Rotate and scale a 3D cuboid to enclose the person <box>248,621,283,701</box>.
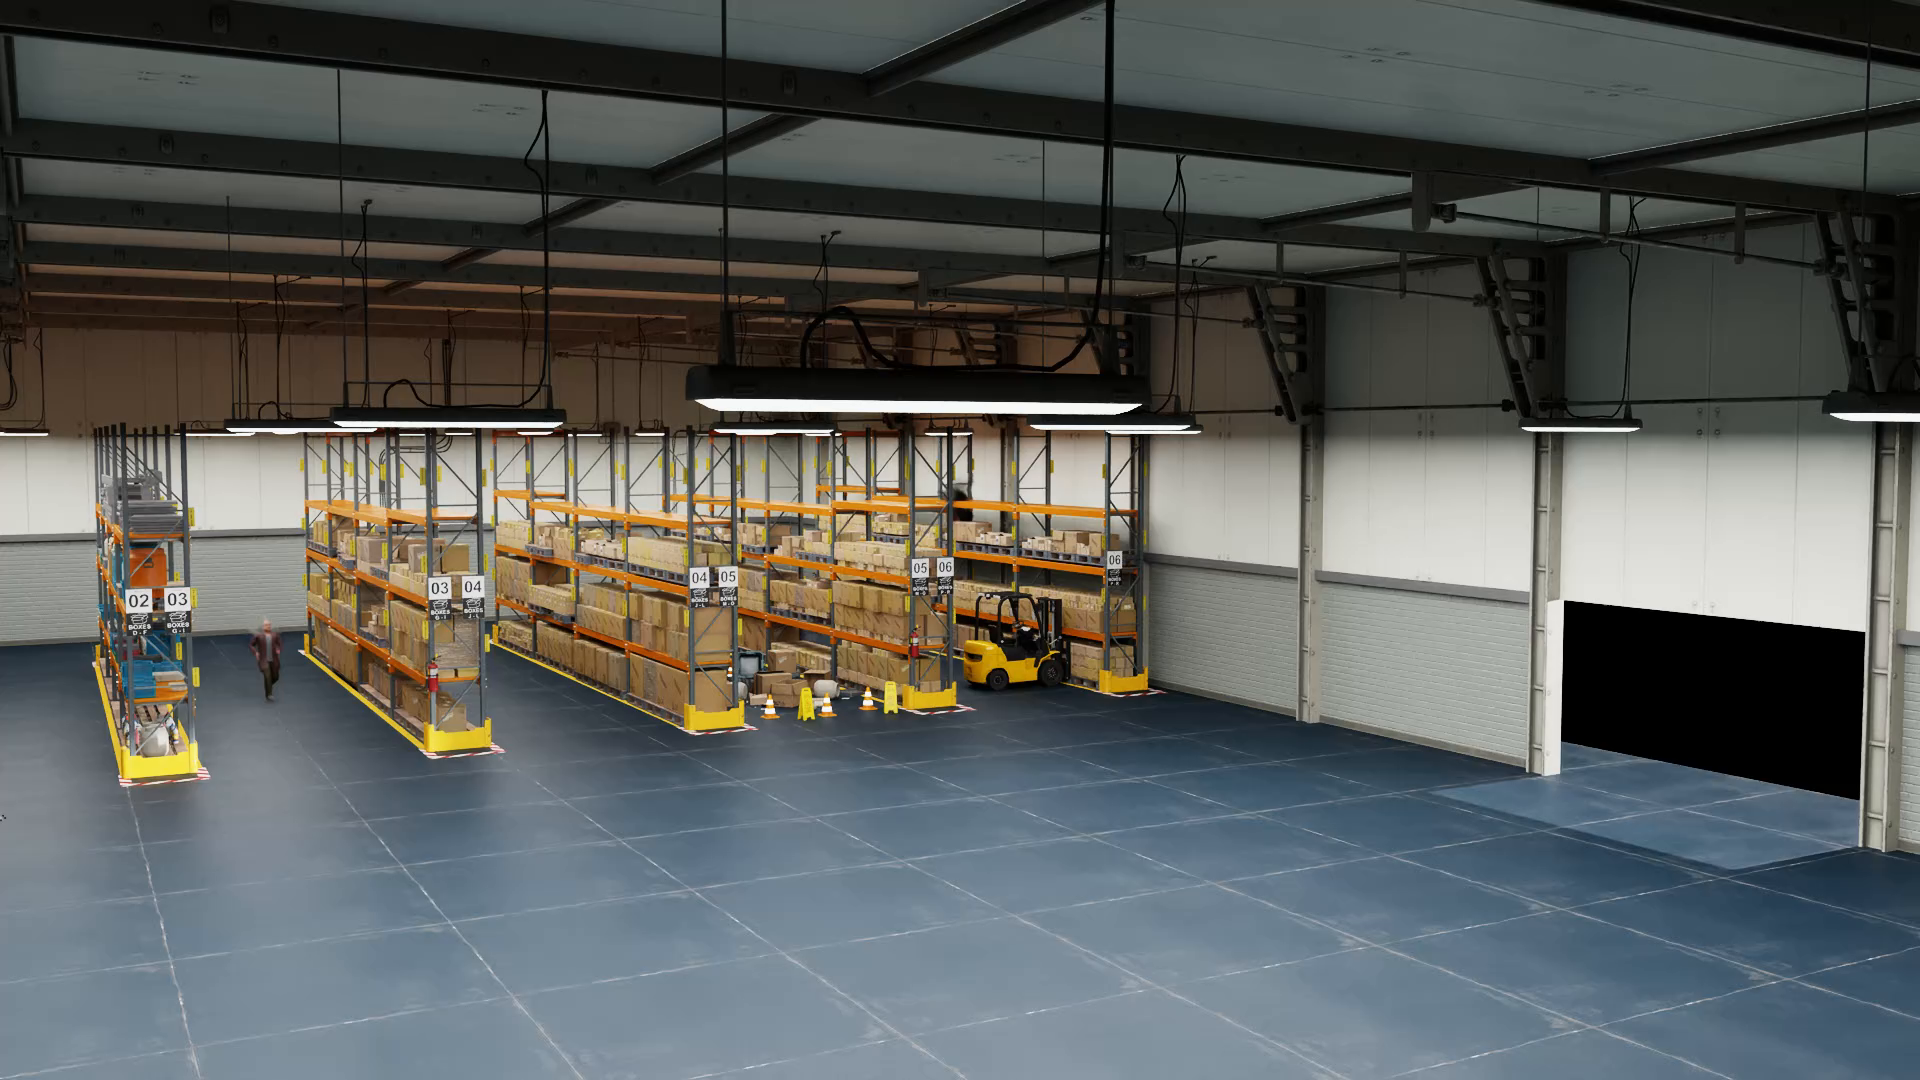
[{"bbox_3d":[-15.236,2.639,36.569,0.715,1.735,0.793,-3,4,-38],"label":"person"}]

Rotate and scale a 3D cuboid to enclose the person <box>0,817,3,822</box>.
[{"bbox_3d":[-14.811,3.326,24.906,0.972,1.792,0.693,0,3,2],"label":"person"}]
